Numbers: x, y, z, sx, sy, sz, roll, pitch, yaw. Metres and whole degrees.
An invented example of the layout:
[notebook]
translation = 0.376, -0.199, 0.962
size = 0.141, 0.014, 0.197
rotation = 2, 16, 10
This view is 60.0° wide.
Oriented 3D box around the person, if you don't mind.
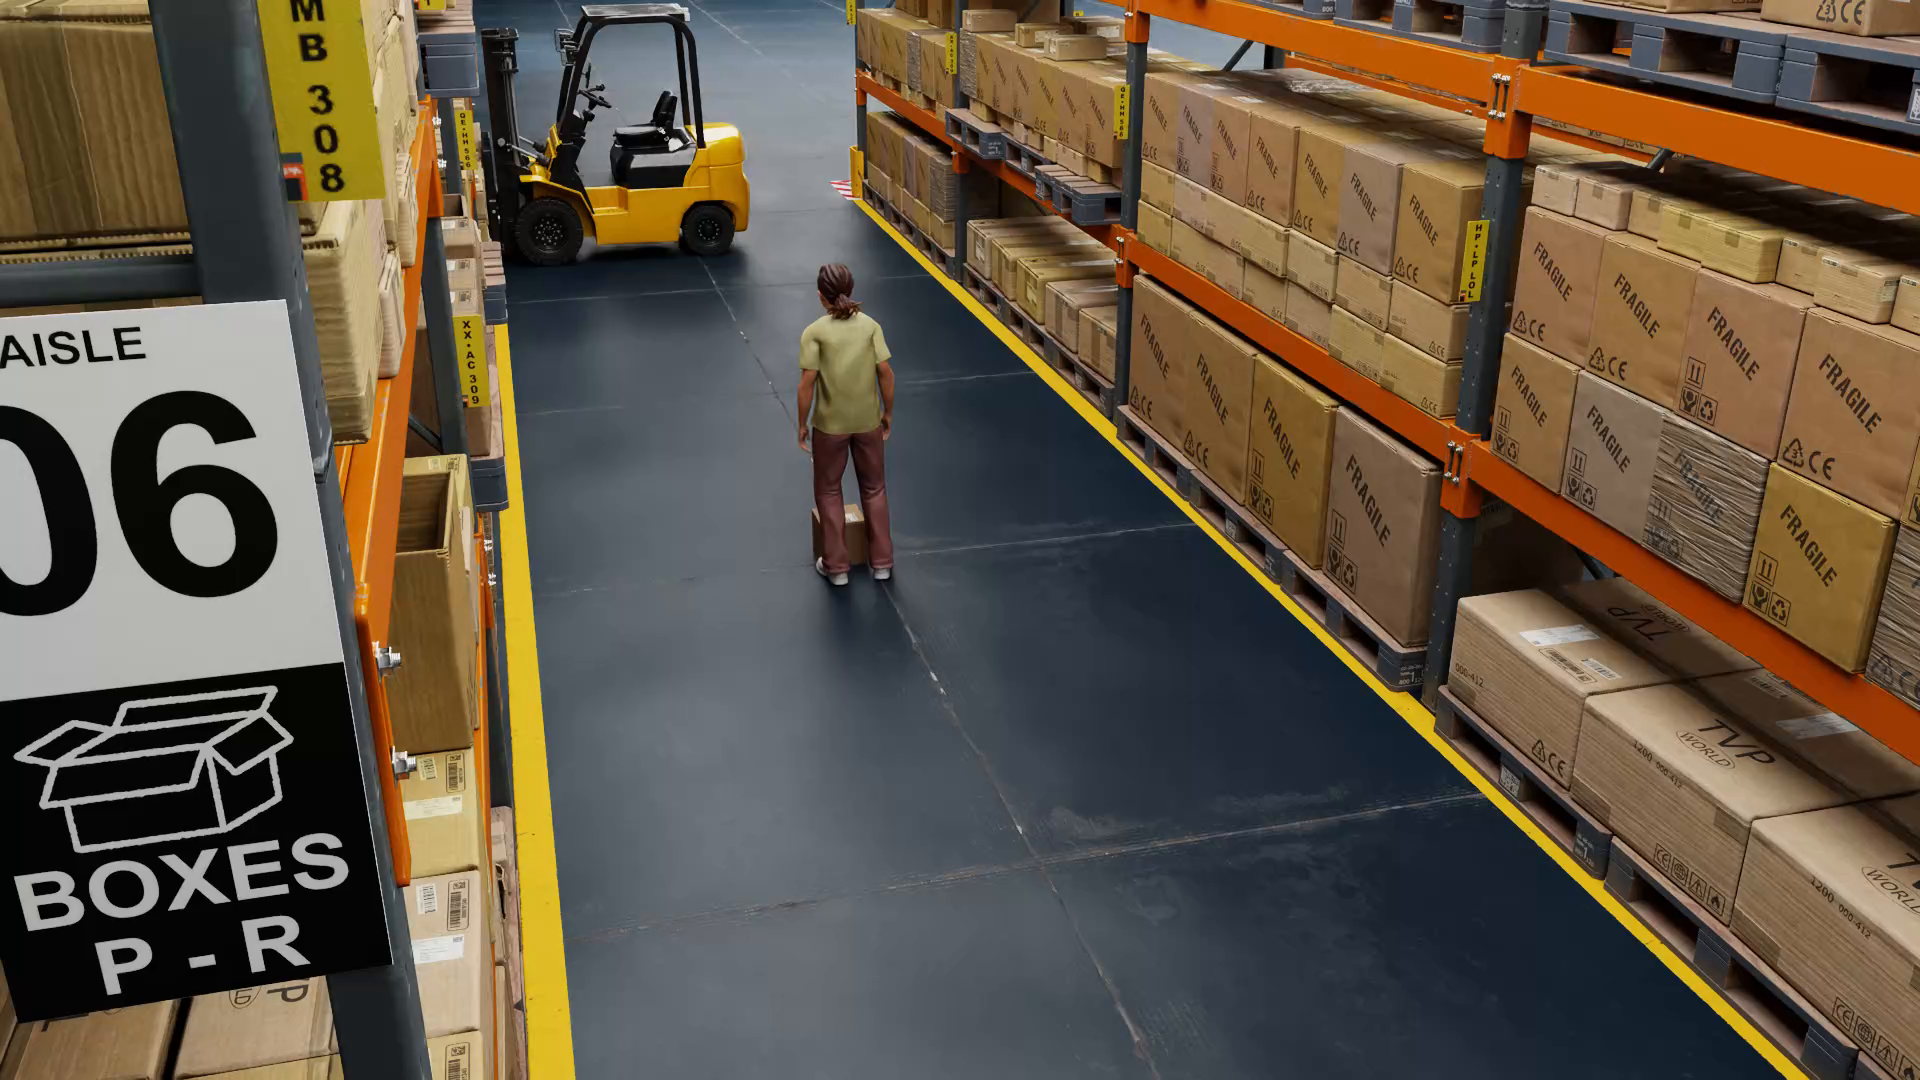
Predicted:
[person]
translation = -0.580, -0.582, 8.467
size = 0.521, 1.672, 0.357
rotation = -8, 24, -17
